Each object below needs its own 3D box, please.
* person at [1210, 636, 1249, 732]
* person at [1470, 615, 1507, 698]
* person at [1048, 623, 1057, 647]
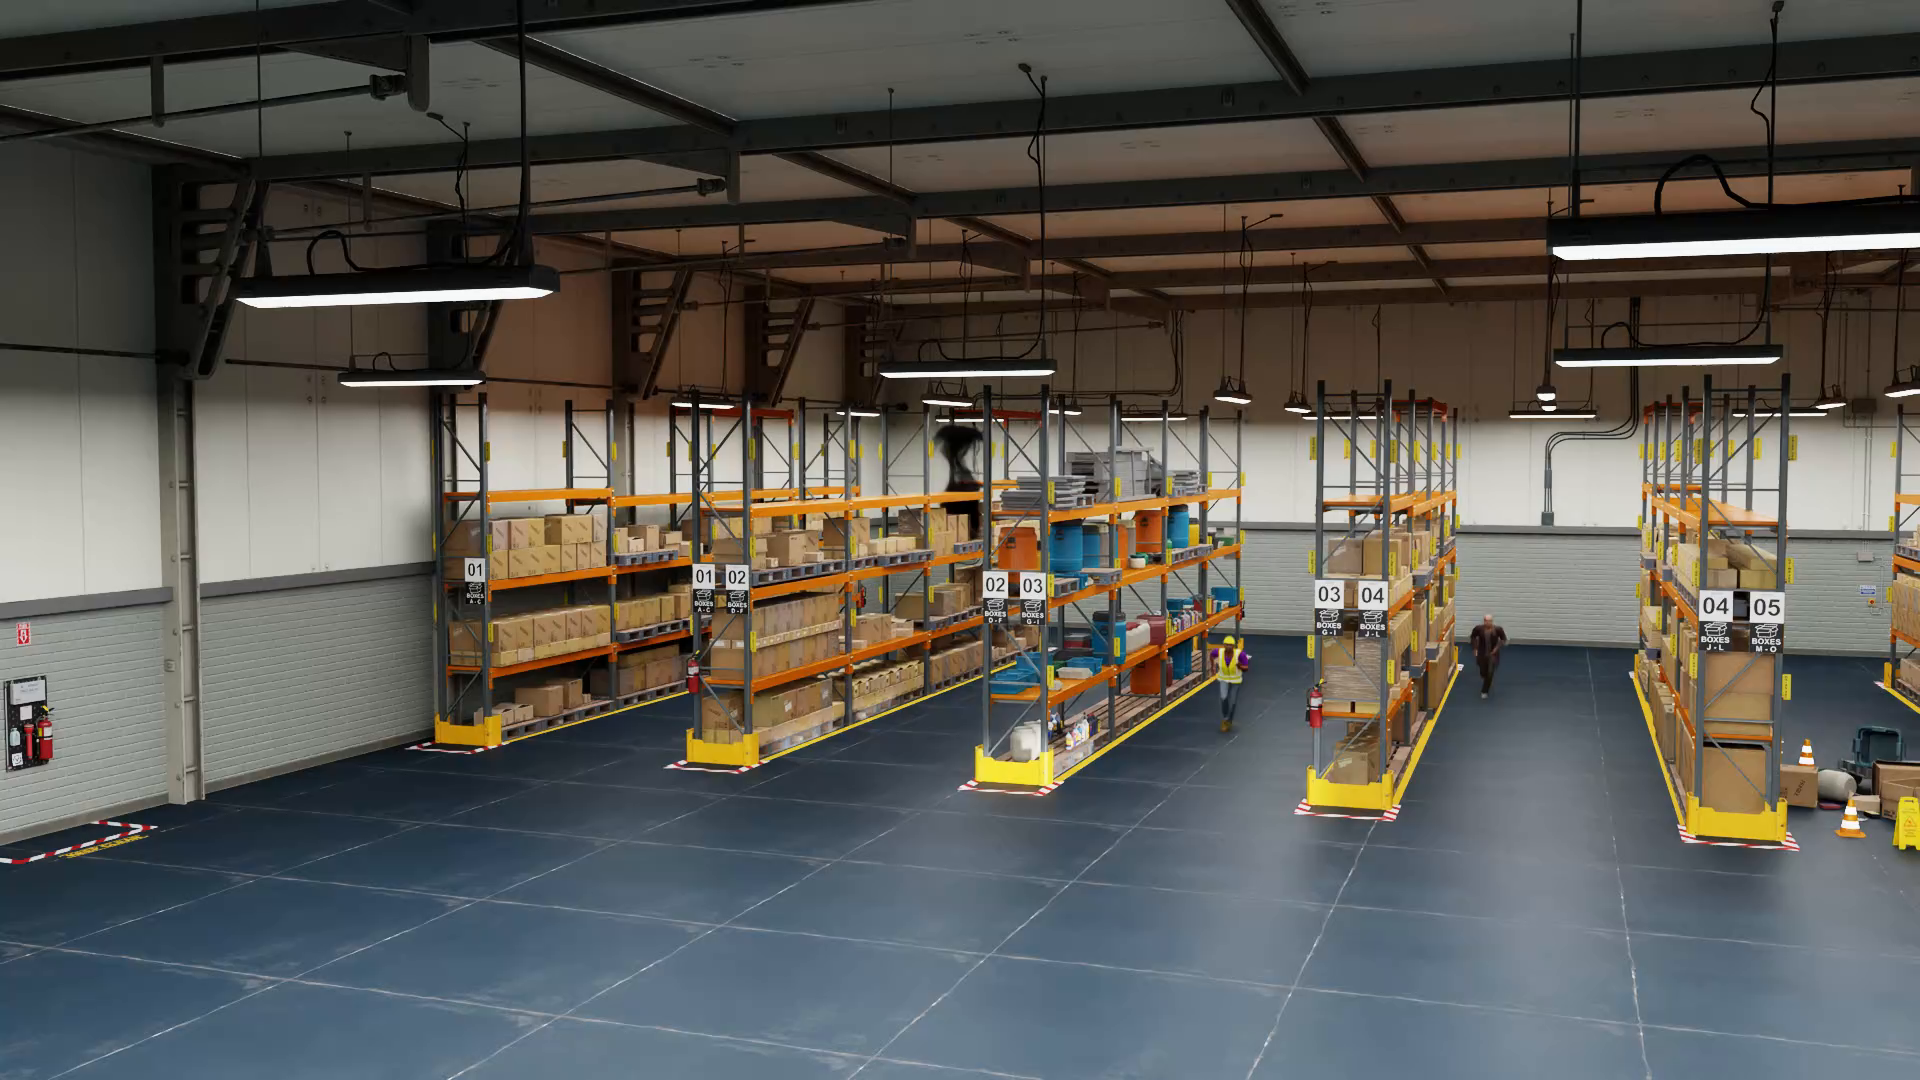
[{"bbox_3d":[4.808,2.556,29.712,0.683,1.719,0.919,0,3,7],"label":"person"},{"bbox_3d":[10.795,2.361,33.987,0.707,1.719,0.821,1,3,17],"label":"person"},{"bbox_3d":[2.023,1.917,42.700,0.878,1.677,0.660,2,3,27],"label":"person"}]
